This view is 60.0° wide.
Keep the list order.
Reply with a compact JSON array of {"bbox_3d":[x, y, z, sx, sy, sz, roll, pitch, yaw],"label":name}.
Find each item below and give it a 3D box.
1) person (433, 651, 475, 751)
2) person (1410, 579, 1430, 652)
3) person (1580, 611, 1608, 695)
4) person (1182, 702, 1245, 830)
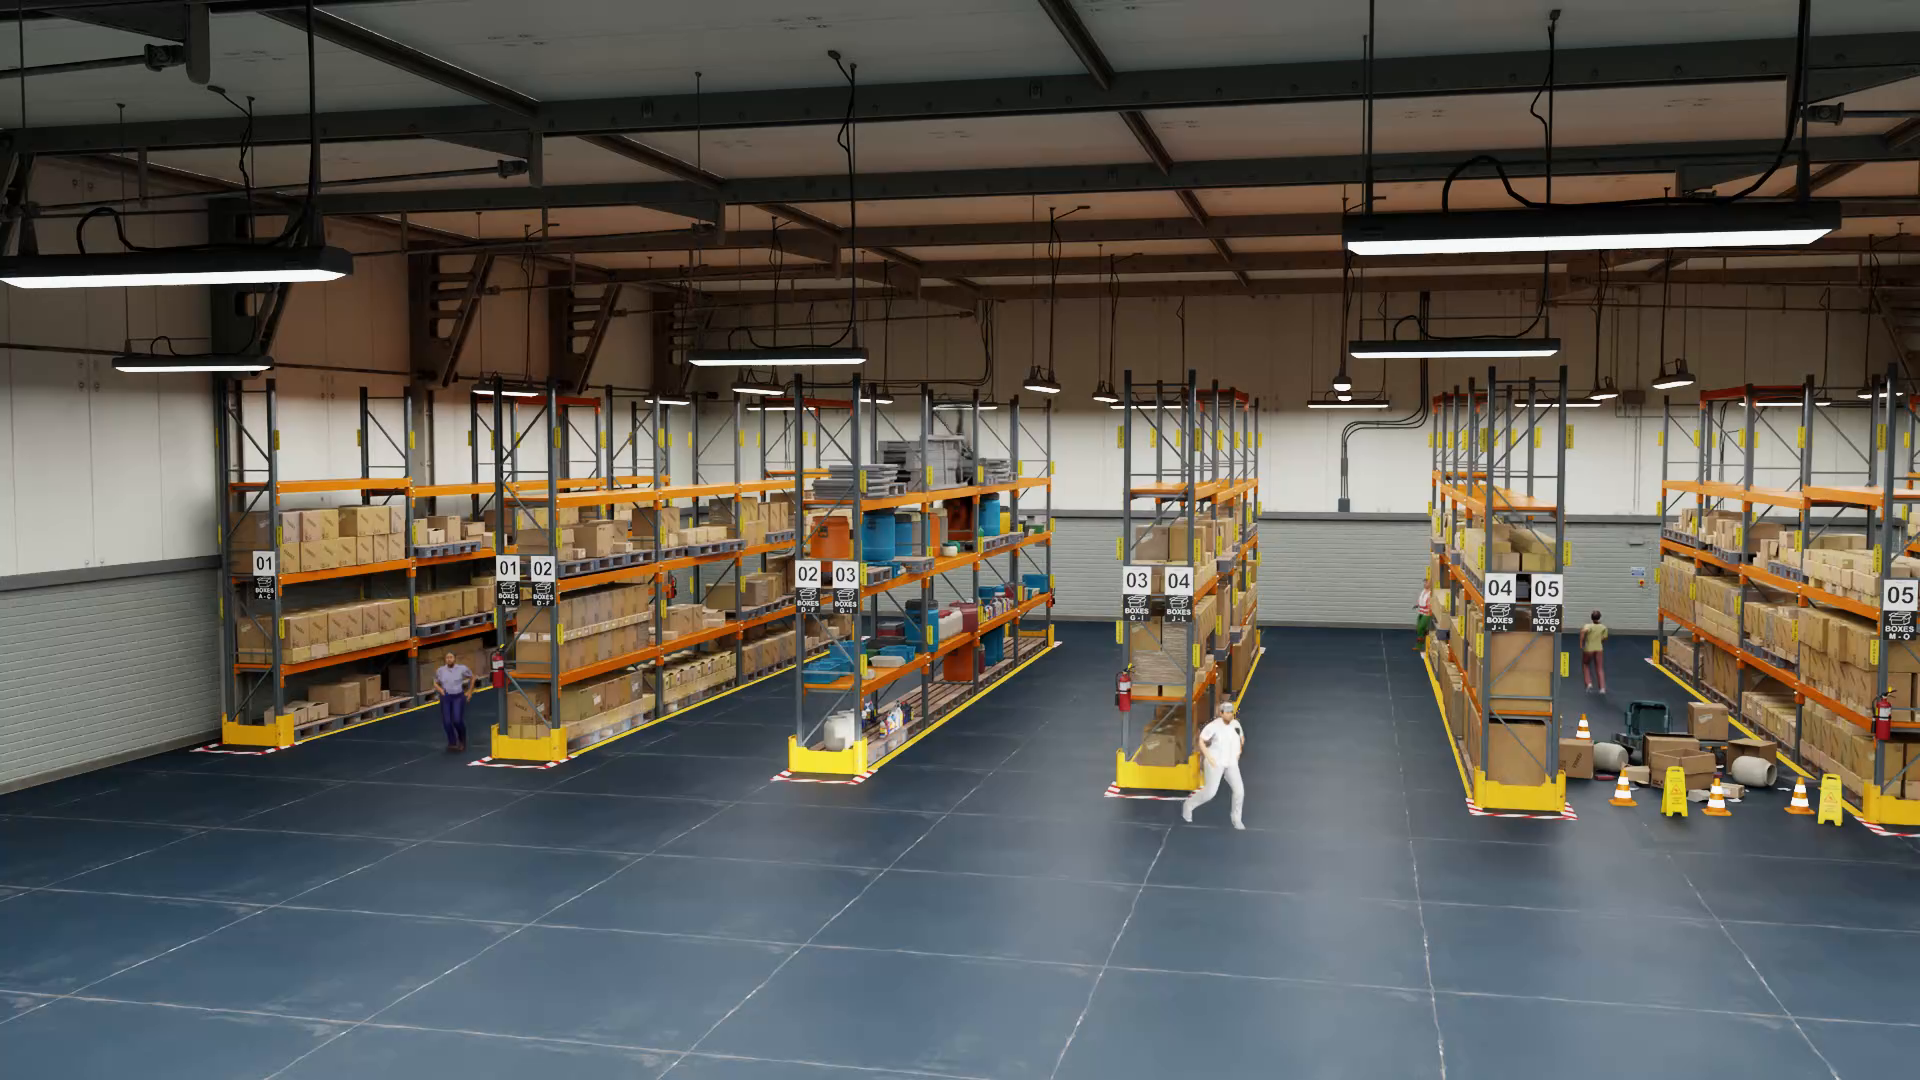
[{"bbox_3d":[-8.133,2.597,26.699,0.621,1.644,0.631,0,3,-6],"label":"person"},{"bbox_3d":[11.093,1.769,39.412,0.832,1.765,0.699,-2,4,-25],"label":"person"},{"bbox_3d":[12.362,2.244,32.433,0.579,1.654,0.846,1,3,9],"label":"person"},{"bbox_3d":[3.349,2.930,21.556,0.838,1.662,0.660,-2,4,-27],"label":"person"}]
